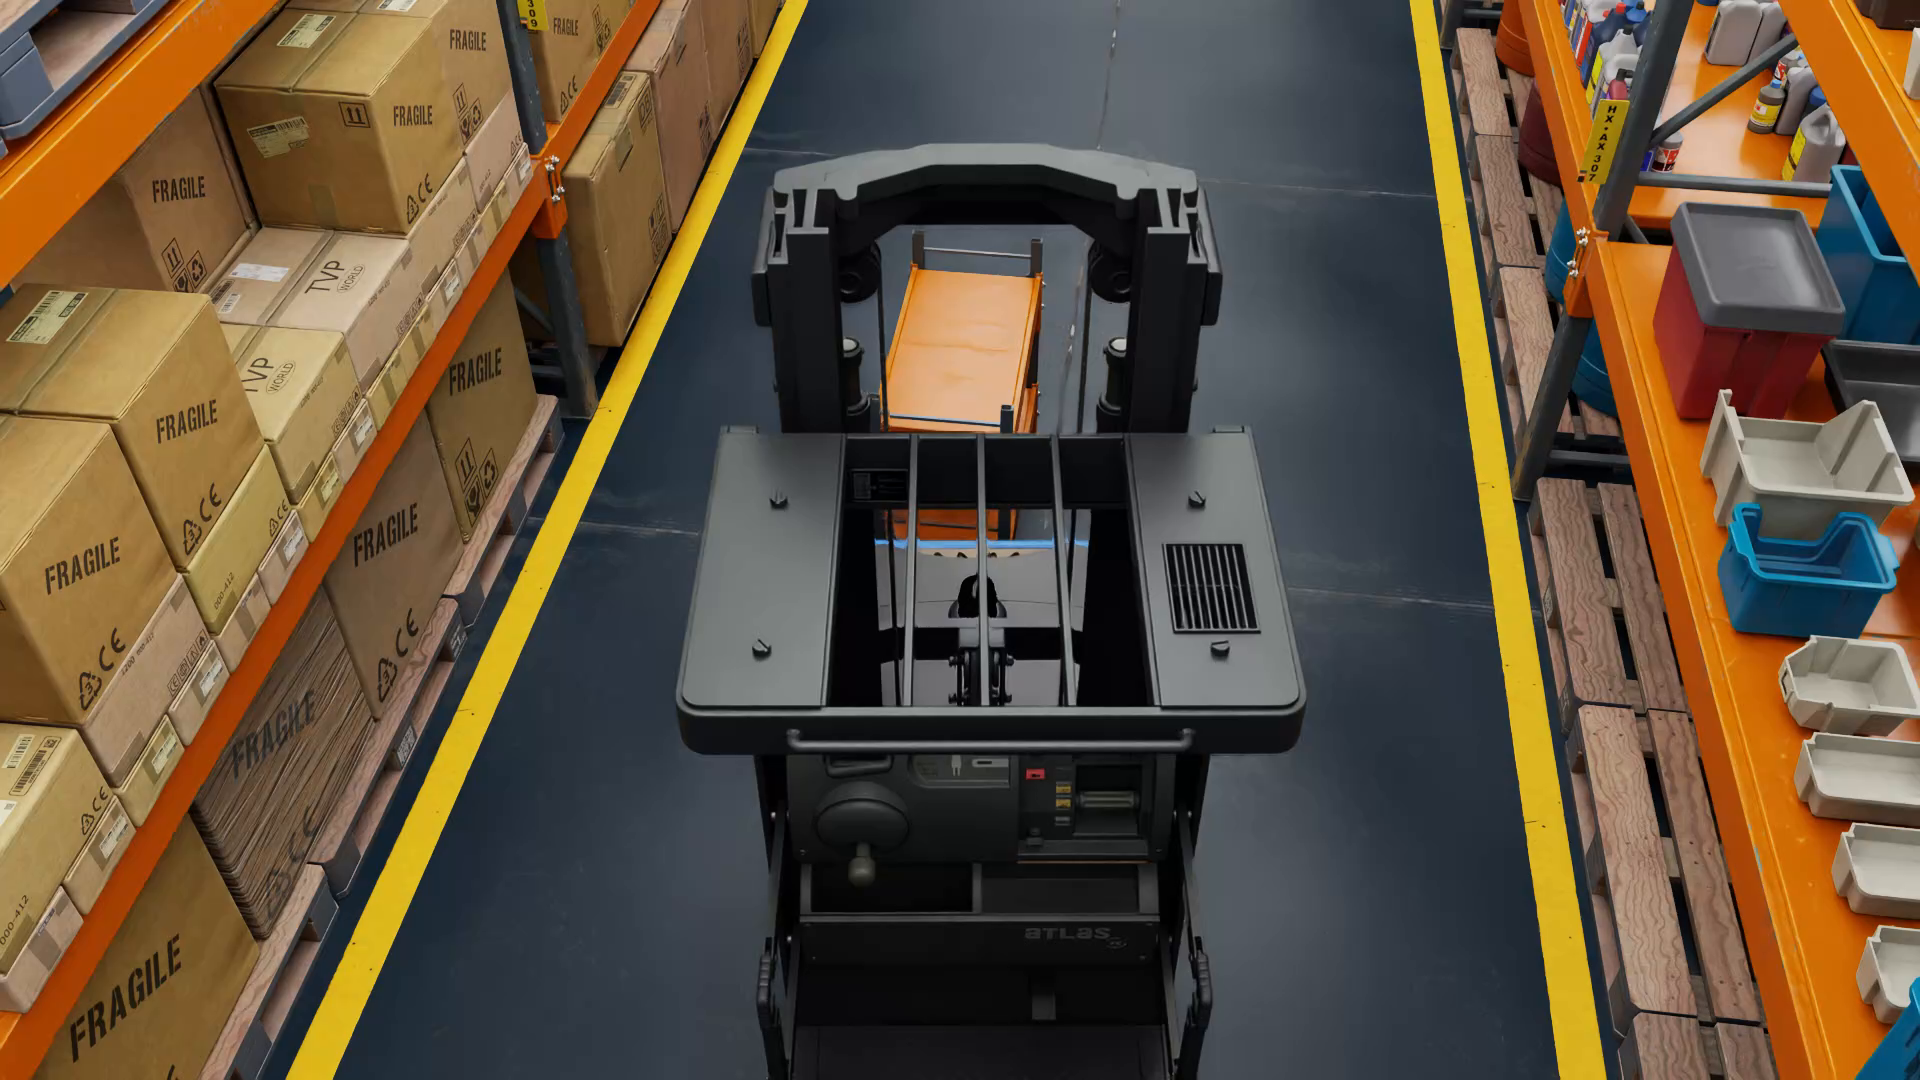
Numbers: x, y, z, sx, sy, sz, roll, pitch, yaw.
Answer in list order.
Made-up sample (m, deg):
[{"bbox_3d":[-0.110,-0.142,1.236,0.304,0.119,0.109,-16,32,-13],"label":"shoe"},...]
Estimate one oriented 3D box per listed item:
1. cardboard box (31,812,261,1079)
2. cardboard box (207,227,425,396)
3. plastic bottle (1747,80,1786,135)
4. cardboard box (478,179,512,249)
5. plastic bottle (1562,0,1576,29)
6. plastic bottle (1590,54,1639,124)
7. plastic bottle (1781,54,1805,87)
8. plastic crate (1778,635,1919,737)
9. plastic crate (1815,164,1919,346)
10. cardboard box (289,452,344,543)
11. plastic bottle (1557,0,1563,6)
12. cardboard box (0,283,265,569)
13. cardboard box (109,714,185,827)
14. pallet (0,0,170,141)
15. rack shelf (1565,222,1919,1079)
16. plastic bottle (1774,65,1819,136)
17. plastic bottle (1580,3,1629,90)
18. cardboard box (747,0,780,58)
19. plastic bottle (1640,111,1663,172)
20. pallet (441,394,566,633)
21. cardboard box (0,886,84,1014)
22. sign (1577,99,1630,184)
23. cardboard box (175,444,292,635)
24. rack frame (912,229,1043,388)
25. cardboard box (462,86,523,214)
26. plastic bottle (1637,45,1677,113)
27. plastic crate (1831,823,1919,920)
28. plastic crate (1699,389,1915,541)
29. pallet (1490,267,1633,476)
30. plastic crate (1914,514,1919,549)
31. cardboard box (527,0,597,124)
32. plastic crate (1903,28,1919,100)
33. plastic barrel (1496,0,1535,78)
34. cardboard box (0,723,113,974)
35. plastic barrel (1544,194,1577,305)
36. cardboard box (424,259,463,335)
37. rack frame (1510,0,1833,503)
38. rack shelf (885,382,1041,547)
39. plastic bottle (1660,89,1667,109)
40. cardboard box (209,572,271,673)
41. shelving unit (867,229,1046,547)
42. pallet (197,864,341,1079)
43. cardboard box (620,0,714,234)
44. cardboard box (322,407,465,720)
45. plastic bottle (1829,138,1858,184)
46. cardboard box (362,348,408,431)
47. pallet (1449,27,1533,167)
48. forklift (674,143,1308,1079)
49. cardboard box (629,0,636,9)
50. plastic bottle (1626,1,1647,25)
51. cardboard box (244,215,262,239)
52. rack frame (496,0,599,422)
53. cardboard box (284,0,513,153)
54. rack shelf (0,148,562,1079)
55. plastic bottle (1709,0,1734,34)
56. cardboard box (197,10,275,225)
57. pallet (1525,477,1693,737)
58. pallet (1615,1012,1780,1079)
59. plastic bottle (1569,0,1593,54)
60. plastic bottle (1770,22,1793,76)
[{"bbox_3d":[-2.629,1.206,4.535,0.875,0.875,0.875,5,44,6],"label":"cardboard box"},{"bbox_3d":[-2.037,-0.724,5.225,0.500,0.250,0.500,6,44,6],"label":"cardboard box"},{"bbox_3d":[3.165,-1.702,6.511,0.097,0.201,0.097,0,43,0],"label":"plastic bottle"},{"bbox_3d":[-1.855,-1.191,6.009,0.380,0.149,0.250,6,44,6],"label":"cardboard box"},{"bbox_3d":[2.699,-2.341,7.131,0.152,0.276,0.135,5,44,6],"label":"plastic bottle"},{"bbox_3d":[2.584,-1.747,6.504,0.152,0.276,0.135,5,44,6],"label":"plastic bottle"},{"bbox_3d":[3.346,-1.846,6.663,0.097,0.201,0.097,0,43,0],"label":"plastic bottle"},{"bbox_3d":[2.289,0.391,4.304,0.298,0.136,0.250,5,44,6],"label":"plastic crate"},{"bbox_3d":[3.080,-0.912,5.500,0.392,0.384,0.575,5,44,6],"label":"plastic crate"},{"bbox_3d":[-2.058,-0.139,4.898,0.380,0.149,0.250,4,44,4],"label":"cardboard box"},{"bbox_3d":[2.684,-2.505,7.299,0.061,0.283,0.133,5,44,6],"label":"plastic bottle"},{"bbox_3d":[-2.175,-0.292,4.224,0.500,0.500,0.500,4,44,4],"label":"cardboard box"},{"bbox_3d":[-2.194,0.560,4.159,0.380,0.149,0.250,4,44,5],"label":"cardboard box"},{"bbox_3d":[-2.388,-1.367,3.895,1.003,0.211,1.213,5,44,6],"label":"pallet"},{"bbox_3d":[2.539,0.379,4.692,1.077,0.370,4.000,5,44,6],"label":"rack shelf"},{"bbox_3d":[3.291,-1.731,6.486,0.152,0.276,0.135,5,44,6],"label":"plastic bottle"},{"bbox_3d":[2.625,-2.010,6.727,0.144,0.351,0.185,5,44,6],"label":"plastic bottle"},{"bbox_3d":[-1.689,-3.334,9.330,1.225,0.875,0.875,3,44,4],"label":"cardboard box"},{"bbox_3d":[2.535,-1.498,6.241,0.152,0.276,0.135,5,44,6],"label":"plastic bottle"},{"bbox_3d":[-2.284,-0.172,6.778,1.003,0.211,1.213,5,44,6],"label":"pallet"},{"bbox_3d":[-2.260,0.910,3.790,0.380,0.149,0.250,6,44,6],"label":"cardboard box"},{"bbox_3d":[2.259,-1.397,5.843,0.100,0.325,0.005,5,44,6],"label":"sign"},{"bbox_3d":[-2.171,-0.023,4.485,0.500,0.250,0.500,4,44,4],"label":"cardboard box"},{"bbox_3d":[0.066,-0.750,6.724,0.500,1.125,0.032,5,44,6],"label":"rack frame"},{"bbox_3d":[-1.904,-1.424,5.965,0.500,0.250,0.500,4,44,5],"label":"cardboard box"},{"bbox_3d":[2.744,-1.871,6.580,0.144,0.351,0.185,5,44,6],"label":"plastic bottle"},{"bbox_3d":[2.256,0.786,3.886,0.396,0.136,0.243,5,44,6],"label":"plastic crate"},{"bbox_3d":[2.419,-0.200,4.822,0.437,0.282,0.530,5,44,6],"label":"plastic crate"},{"bbox_3d":[2.947,-0.755,7.394,1.003,0.211,1.213,5,44,6],"label":"pallet"},{"bbox_3d":[2.872,0.043,4.671,0.293,0.136,0.466,5,44,6],"label":"plastic crate"},{"bbox_3d":[-1.797,-2.023,6.632,0.500,0.500,0.500,5,44,6],"label":"cardboard box"},{"bbox_3d":[2.302,-0.944,3.575,0.437,0.136,0.530,5,44,6],"label":"plastic crate"},{"bbox_3d":[3.285,-3.001,9.011,0.600,0.830,0.708,5,44,6],"label":"plastic barrel"},{"bbox_3d":[-2.303,0.674,3.749,0.500,0.250,0.500,4,44,4],"label":"cardboard box"},{"bbox_3d":[2.986,-1.488,7.360,0.600,0.901,0.708,5,44,6],"label":"plastic barrel"},{"bbox_3d":[-1.923,-0.841,5.639,0.380,0.149,0.250,6,44,6],"label":"cardboard box"},{"bbox_3d":[2.804,-1.245,5.884,1.000,3.000,0.127,5,44,6],"label":"rack frame"},{"bbox_3d":[-0.001,-0.226,6.527,0.538,0.278,1.000,5,44,6],"label":"rack shelf"},{"bbox_3d":[2.710,-1.722,6.531,0.097,0.201,0.097,0,43,0],"label":"plastic bottle"},{"bbox_3d":[-2.127,0.209,4.530,0.380,0.149,0.250,4,44,5],"label":"cardboard box"},{"bbox_3d":[-0.001,-0.404,6.358,0.538,1.125,1.048,5,44,6],"label":"shelving unit"},{"bbox_3d":[-2.606,1.491,5.022,1.003,0.211,1.213,5,44,6],"label":"pallet"},{"bbox_3d":[-1.924,-2.124,8.051,1.225,0.875,0.875,4,44,4],"label":"cardboard box"},{"bbox_3d":[-2.391,-0.021,5.830,0.875,0.875,0.875,5,44,6],"label":"cardboard box"},{"bbox_3d":[3.275,-1.414,6.147,0.061,0.283,0.133,5,44,6],"label":"plastic bottle"},{"bbox_3d":[-1.991,-0.491,5.270,0.380,0.149,0.250,5,44,5],"label":"cardboard box"},{"bbox_3d":[3.270,-2.418,9.150,1.003,0.211,1.213,5,44,6],"label":"pallet"},{"bbox_3d":[0.053,0.724,3.854,1.130,2.935,3.031,0,43,0],"label":"forklift"},{"bbox_3d":[-1.665,-2.706,7.354,0.500,0.500,0.500,4,44,5],"label":"cardboard box"},{"bbox_3d":[2.777,-2.091,6.870,0.097,0.271,0.097,0,43,0],"label":"plastic bottle"},{"bbox_3d":[-2.498,-1.114,5.638,0.500,0.250,0.500,5,44,5],"label":"cardboard box"},{"bbox_3d":[-2.106,-1.696,6.359,1.000,3.000,0.127,5,44,6],"label":"rack frame"},{"bbox_3d":[-1.901,-1.684,5.694,0.500,0.500,0.500,6,44,7],"label":"cardboard box"},{"bbox_3d":[-2.370,-0.071,5.167,1.077,0.370,4.000,5,44,6],"label":"rack shelf"},{"bbox_3d":[3.270,-2.242,7.081,0.097,0.201,0.097,0,43,0],"label":"plastic bottle"},{"bbox_3d":[-2.495,-1.383,5.377,0.500,0.500,0.500,5,44,6],"label":"cardboard box"},{"bbox_3d":[2.745,0.272,6.309,1.003,0.211,1.213,5,44,6],"label":"pallet"},{"bbox_3d":[2.422,1.935,4.553,1.003,0.211,1.213,5,44,6],"label":"pallet"},{"bbox_3d":[2.668,-2.183,6.964,0.152,0.276,0.135,5,44,6],"label":"plastic bottle"},{"bbox_3d":[3.393,-2.019,6.786,0.061,0.283,0.133,5,44,6],"label":"plastic bottle"}]
